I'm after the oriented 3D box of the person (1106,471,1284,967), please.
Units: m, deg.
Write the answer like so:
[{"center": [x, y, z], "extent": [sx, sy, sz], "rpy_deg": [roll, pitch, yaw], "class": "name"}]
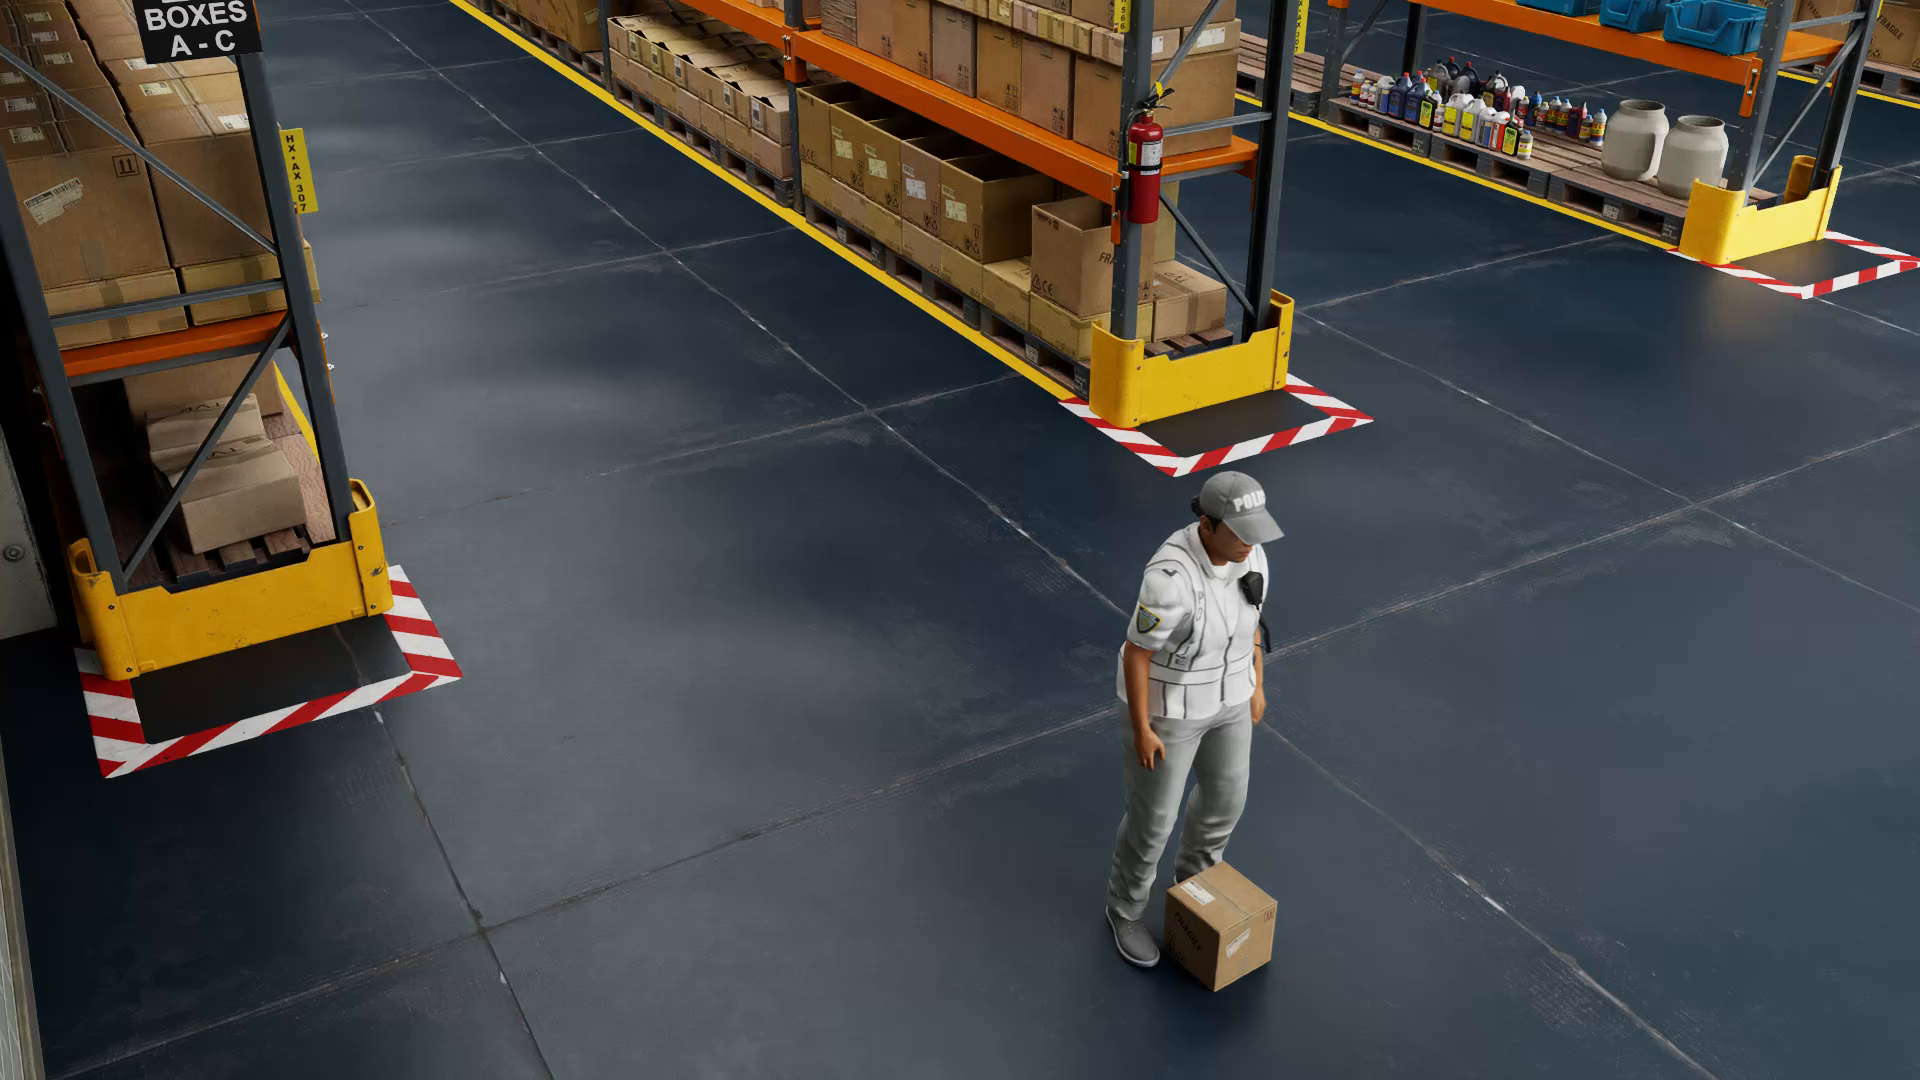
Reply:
[{"center": [0.727, 0.529, 5.171], "extent": [0.564, 1.667, 0.461], "rpy_deg": [-18, 34, -29], "class": "person"}]
